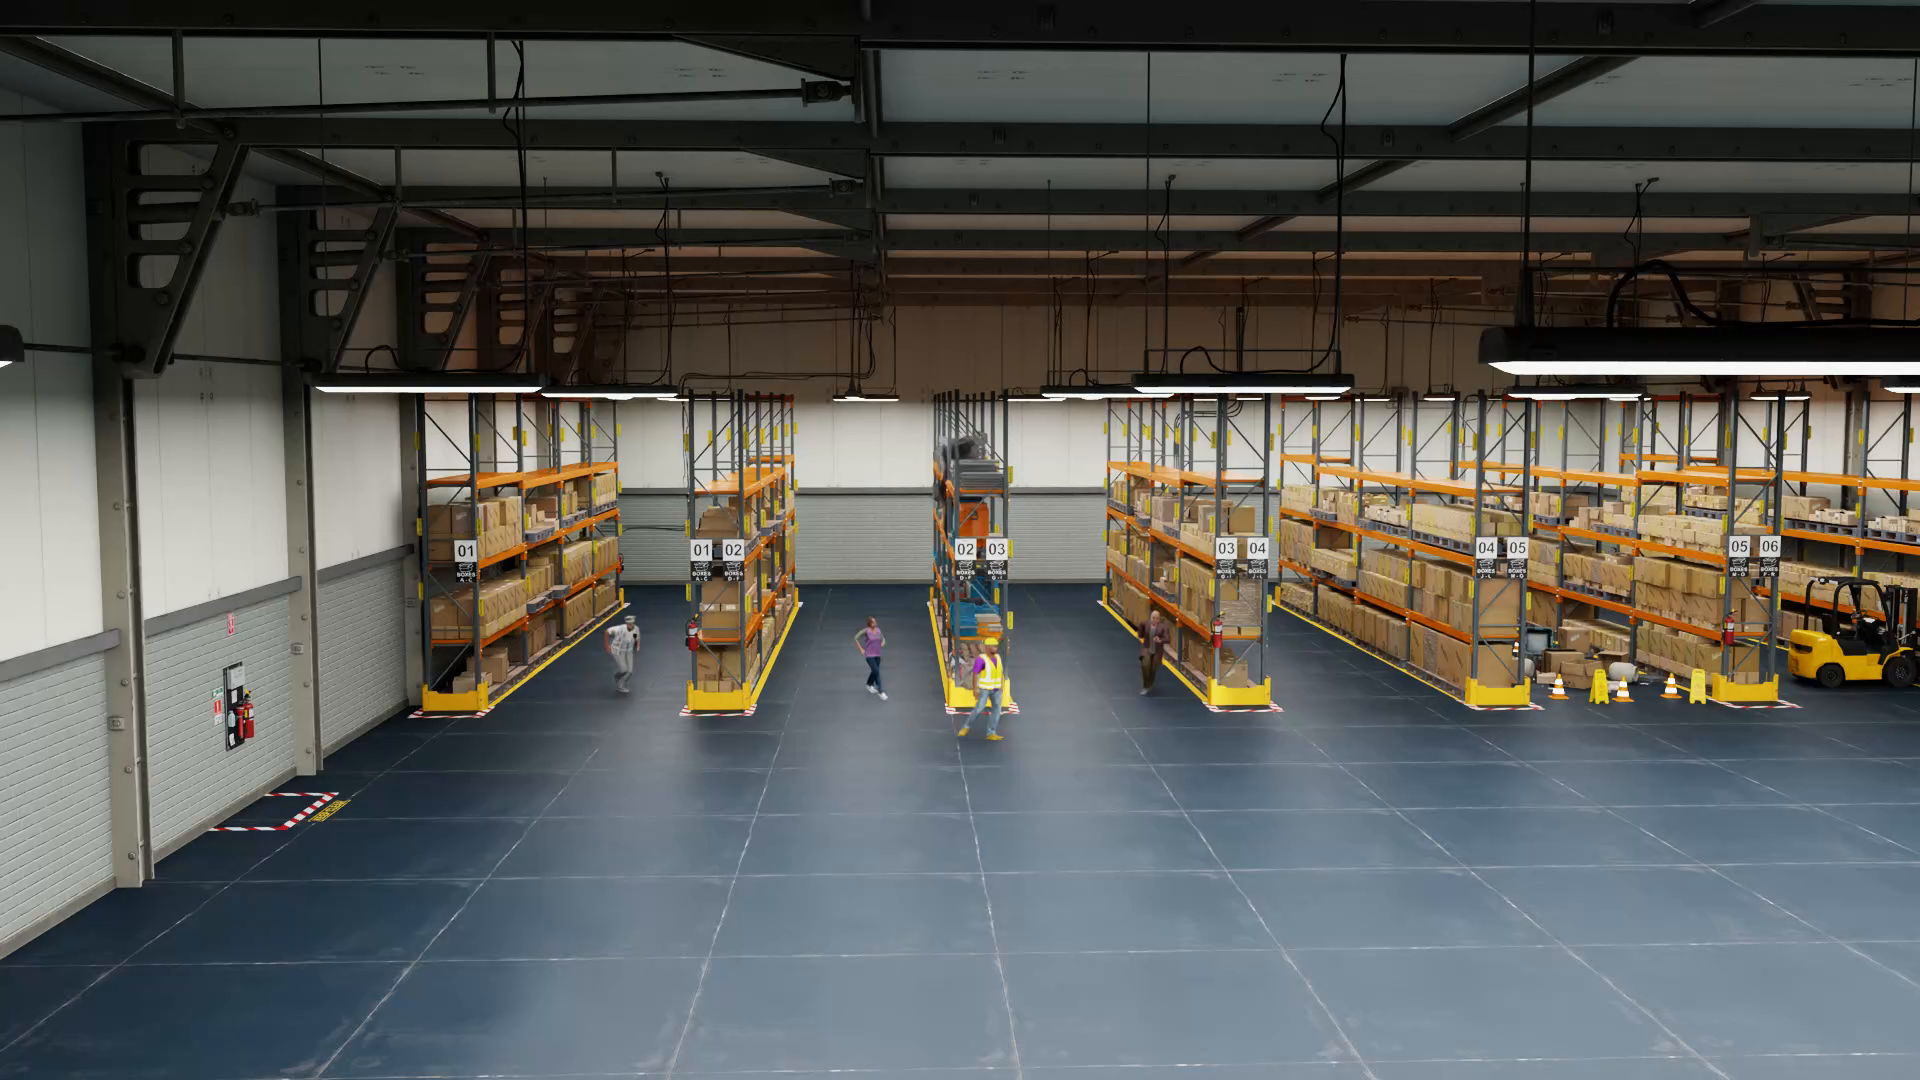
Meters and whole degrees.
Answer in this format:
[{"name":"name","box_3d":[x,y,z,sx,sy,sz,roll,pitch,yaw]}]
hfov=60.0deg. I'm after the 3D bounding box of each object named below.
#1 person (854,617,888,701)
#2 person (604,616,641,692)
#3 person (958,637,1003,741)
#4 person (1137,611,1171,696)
[{"name":"person","box_3d":[-1.725,2.285,32.360,0.607,1.613,0.777,-3,6,-35]},{"name":"person","box_3d":[-6.660,2.264,32.860,0.700,1.572,0.848,-3,6,-36]},{"name":"person","box_3d":[0.386,2.537,28.392,0.771,1.752,0.616,-3,6,-37]},{"name":"person","box_3d":[3.821,2.197,32.734,0.685,1.670,1.114,1,5,9]}]
